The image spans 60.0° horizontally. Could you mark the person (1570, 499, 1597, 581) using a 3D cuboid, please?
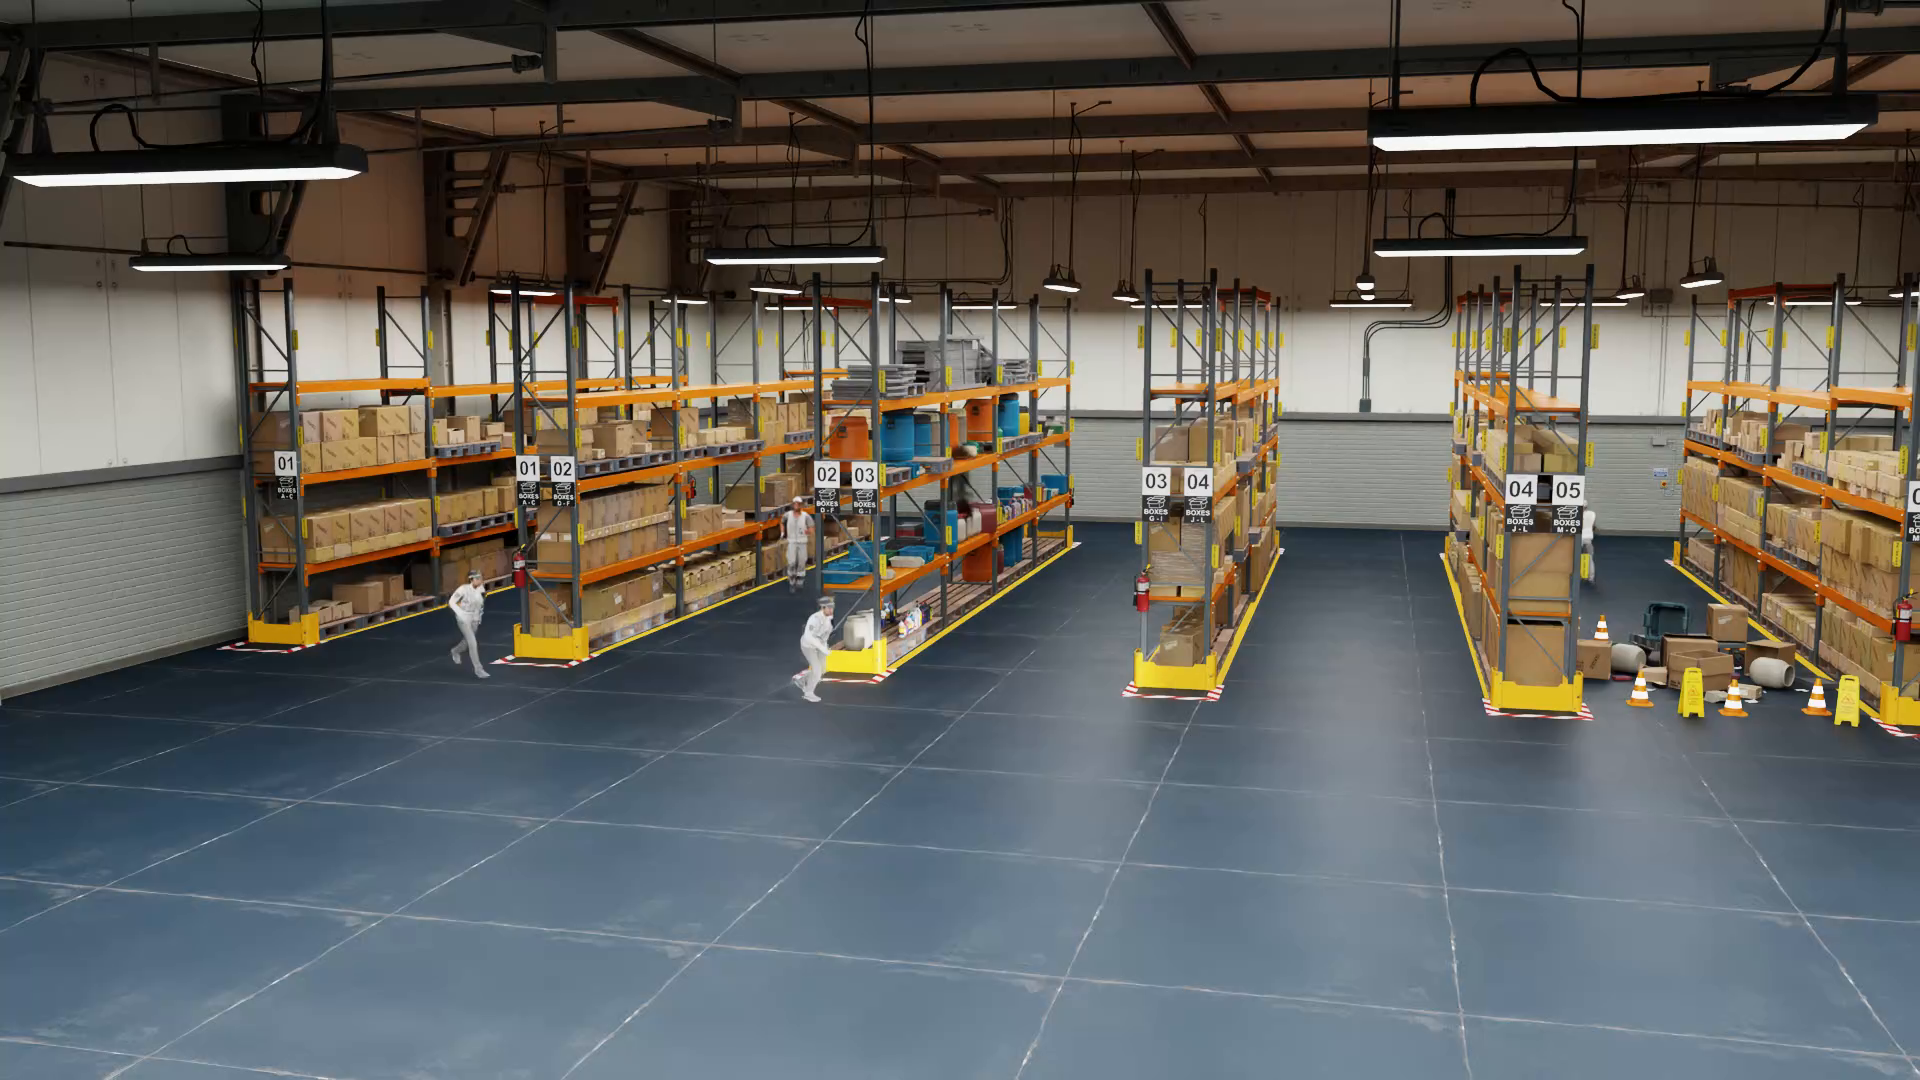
[{"bbox_3d":[12.917,0.009,34.556,0.700,1.739,0.990,0,7,1],"label":"person"}]

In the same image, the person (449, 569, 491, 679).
[{"bbox_3d":[-7.410,1.224,24.923,0.951,1.636,0.603,6,9,43],"label":"person"}]

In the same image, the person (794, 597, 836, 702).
[{"bbox_3d":[-2.034,1.497,23.070,0.805,1.505,0.578,5,8,33],"label":"person"}]

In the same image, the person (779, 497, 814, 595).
[{"bbox_3d":[-3.065,0.107,31.149,0.647,1.835,0.687,0,7,-2],"label":"person"}]
